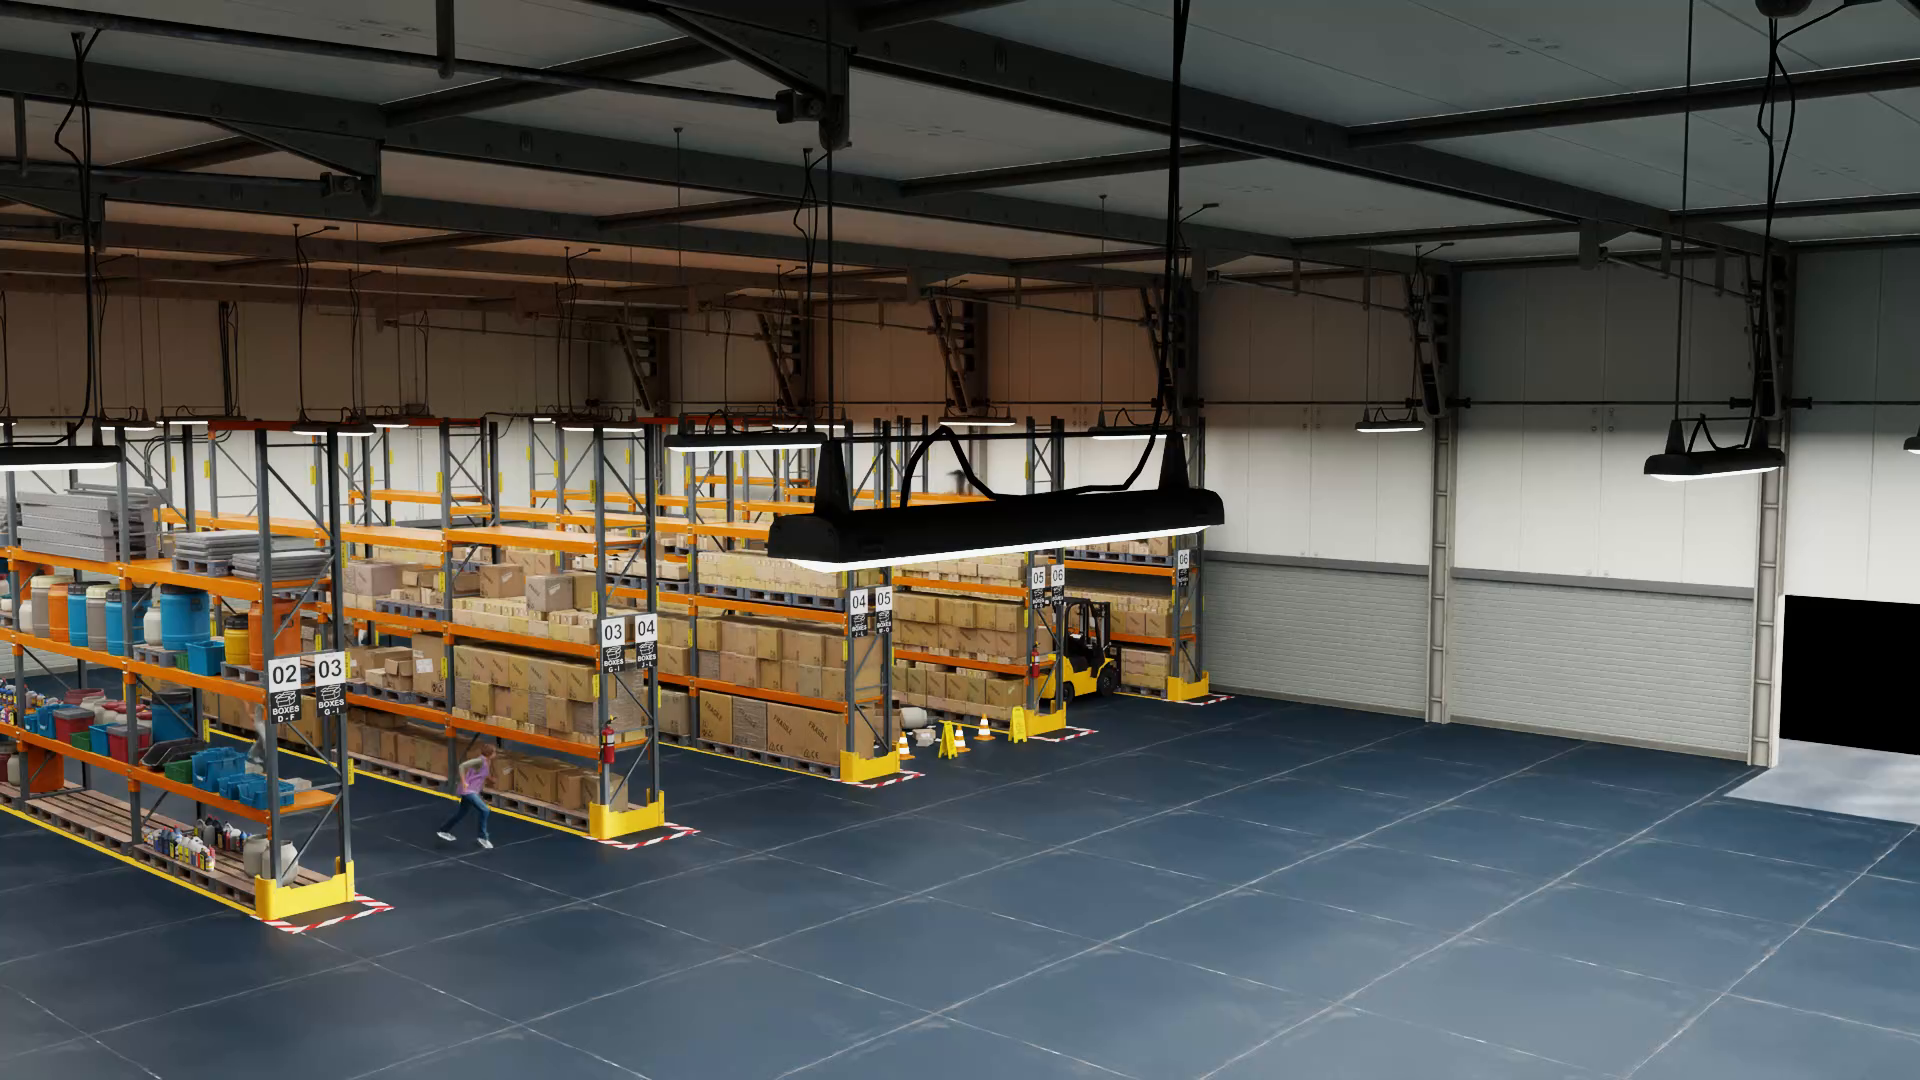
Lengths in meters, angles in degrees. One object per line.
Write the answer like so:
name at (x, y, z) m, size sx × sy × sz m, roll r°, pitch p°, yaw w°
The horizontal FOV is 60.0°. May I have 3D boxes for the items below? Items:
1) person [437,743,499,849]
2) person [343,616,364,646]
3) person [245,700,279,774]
person at (-6.993, 3.641, 23.585) m, size 0.896 × 1.542 × 0.585 m, roll 1°, pitch 5°, yaw 7°
person at (-14.650, 2.108, 40.485) m, size 0.657 × 1.737 × 0.806 m, roll 0°, pitch 5°, yaw 3°
person at (-11.997, 3.191, 28.541) m, size 0.965 × 1.632 × 0.611 m, roll 4°, pitch 6°, yaw 43°
